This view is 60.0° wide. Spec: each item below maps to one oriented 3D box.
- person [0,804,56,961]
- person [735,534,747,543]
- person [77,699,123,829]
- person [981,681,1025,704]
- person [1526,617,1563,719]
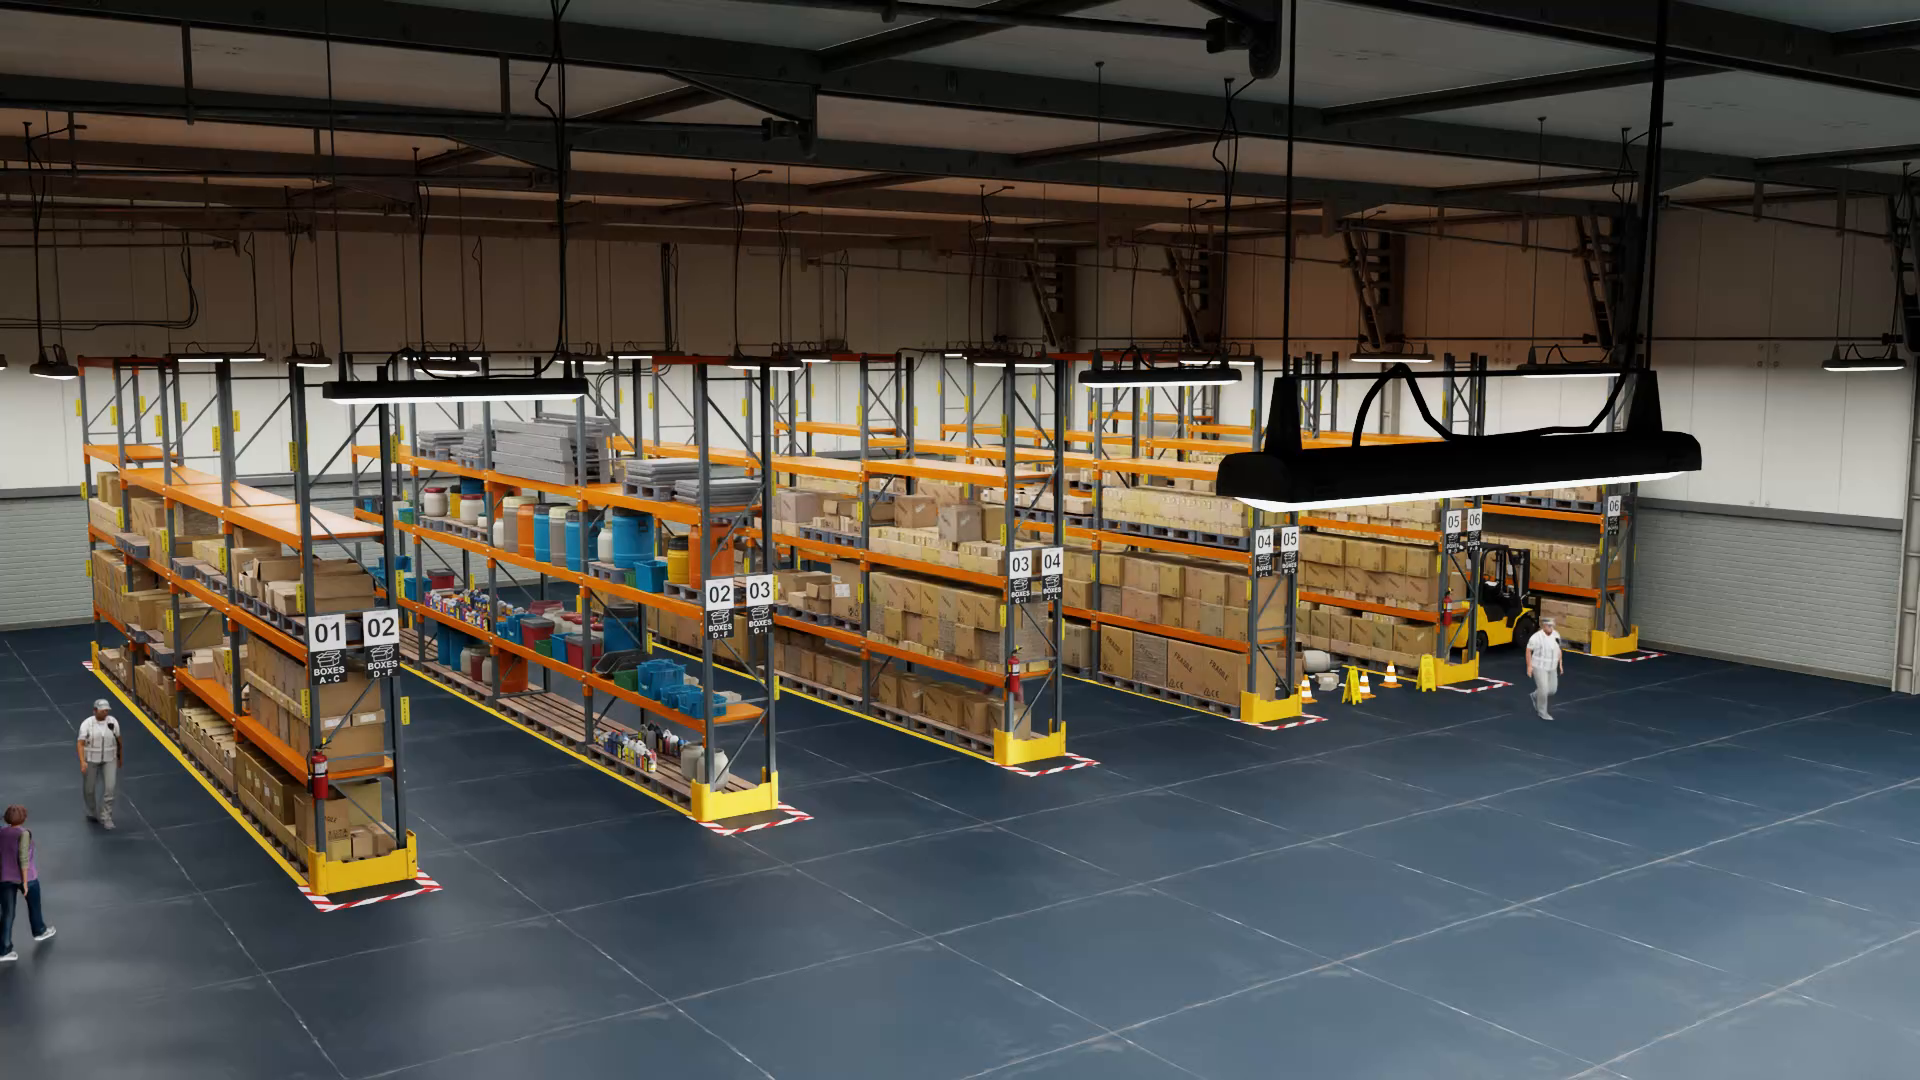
[{"bbox_3d":[-9.704,3.476,17.087,0.409,1.531,0.973,-1,7,-9],"label":"person"},{"bbox_3d":[-5.377,0.423,41.617,0.533,1.707,0.592,1,7,11],"label":"person"},{"bbox_3d":[-11.240,2.902,21.774,0.560,1.655,0.790,-6,9,-39],"label":"person"},{"bbox_3d":[0.768,2.075,28.364,1.019,1.618,0.461,7,10,44],"label":"person"},{"bbox_3d":[9.740,2.107,27.877,0.596,1.728,0.660,-2,7,-17],"label":"person"}]
